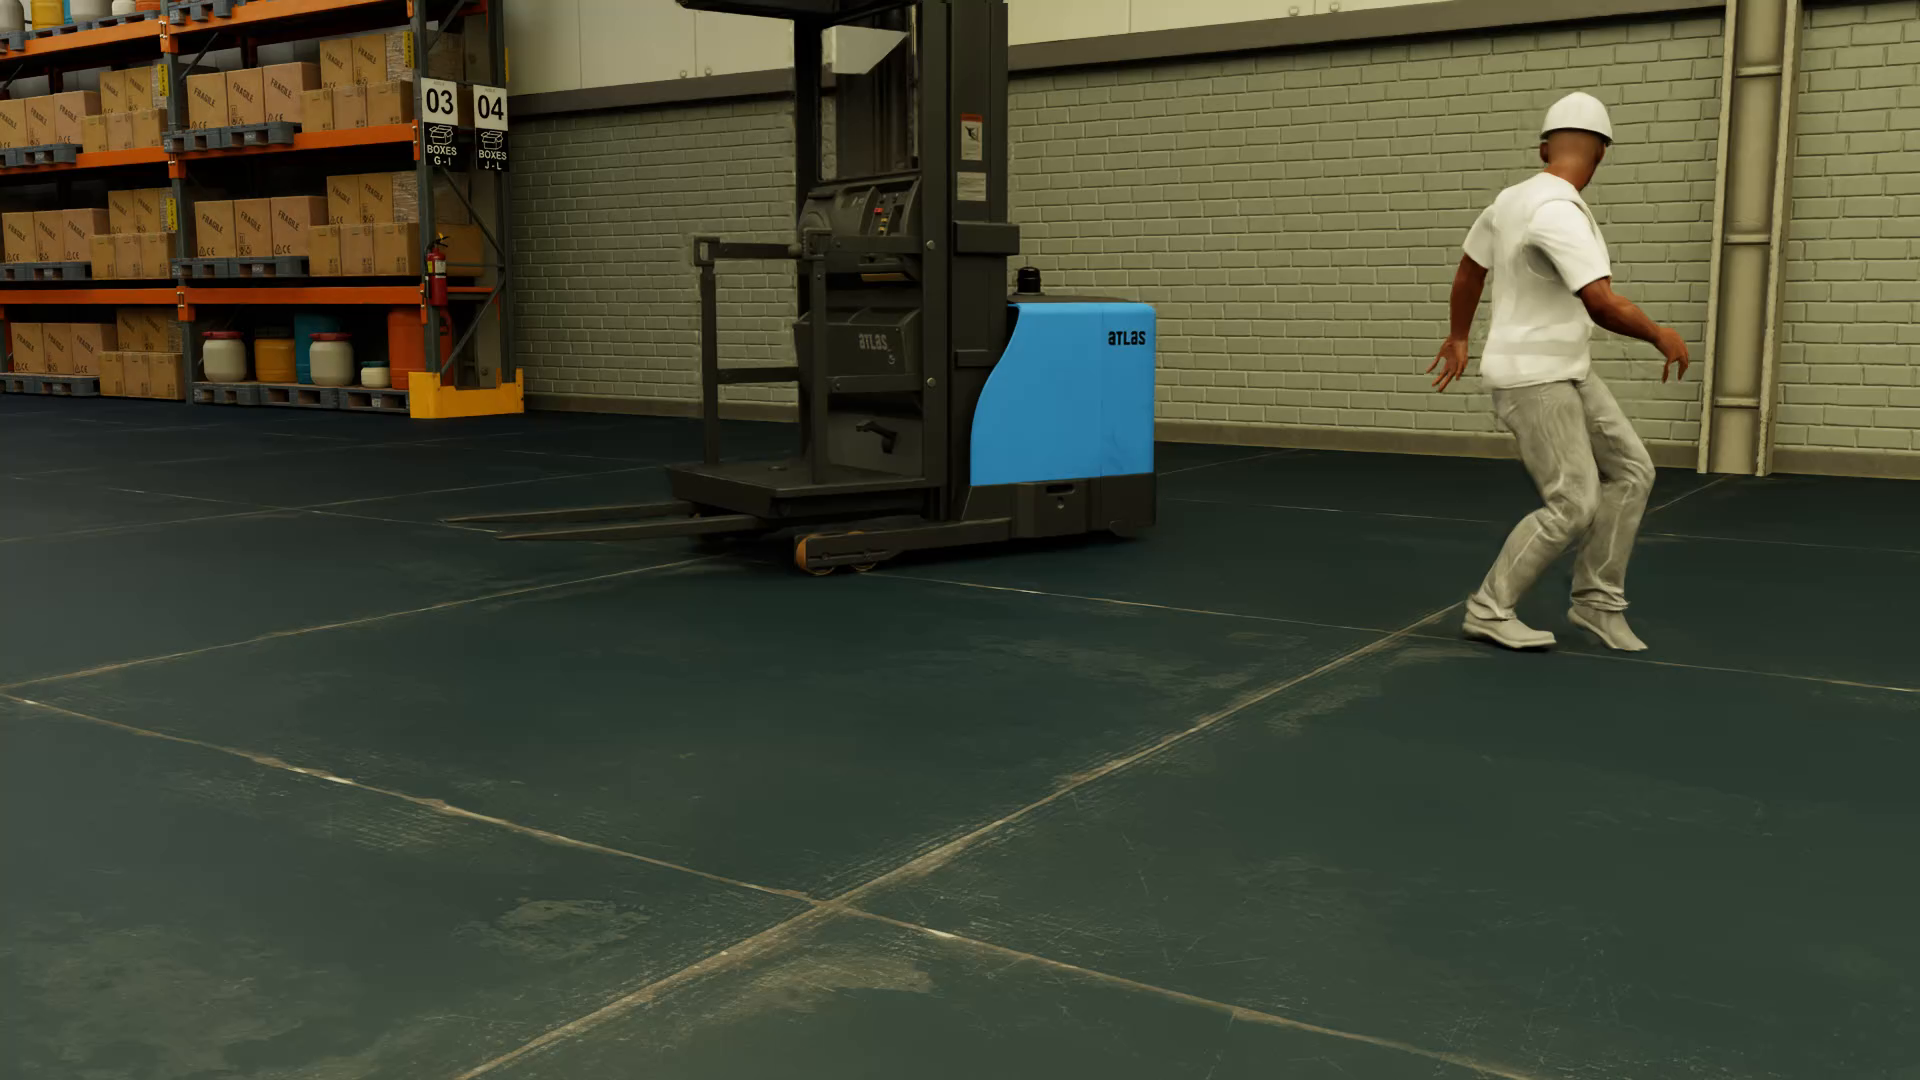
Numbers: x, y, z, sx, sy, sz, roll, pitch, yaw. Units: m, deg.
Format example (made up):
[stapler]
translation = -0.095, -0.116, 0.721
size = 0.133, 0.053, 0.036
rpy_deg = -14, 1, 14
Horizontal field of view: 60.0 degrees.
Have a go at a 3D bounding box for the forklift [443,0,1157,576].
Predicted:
[forklift]
translation = -0.611, -1.394, 6.992
size = 3.031, 2.935, 1.130
rpy_deg = -5, 10, -33

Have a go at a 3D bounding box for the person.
[person]
translation = 1.816, -0.483, 5.170
size = 0.817, 1.762, 0.657
rpy_deg = 4, 9, 26
